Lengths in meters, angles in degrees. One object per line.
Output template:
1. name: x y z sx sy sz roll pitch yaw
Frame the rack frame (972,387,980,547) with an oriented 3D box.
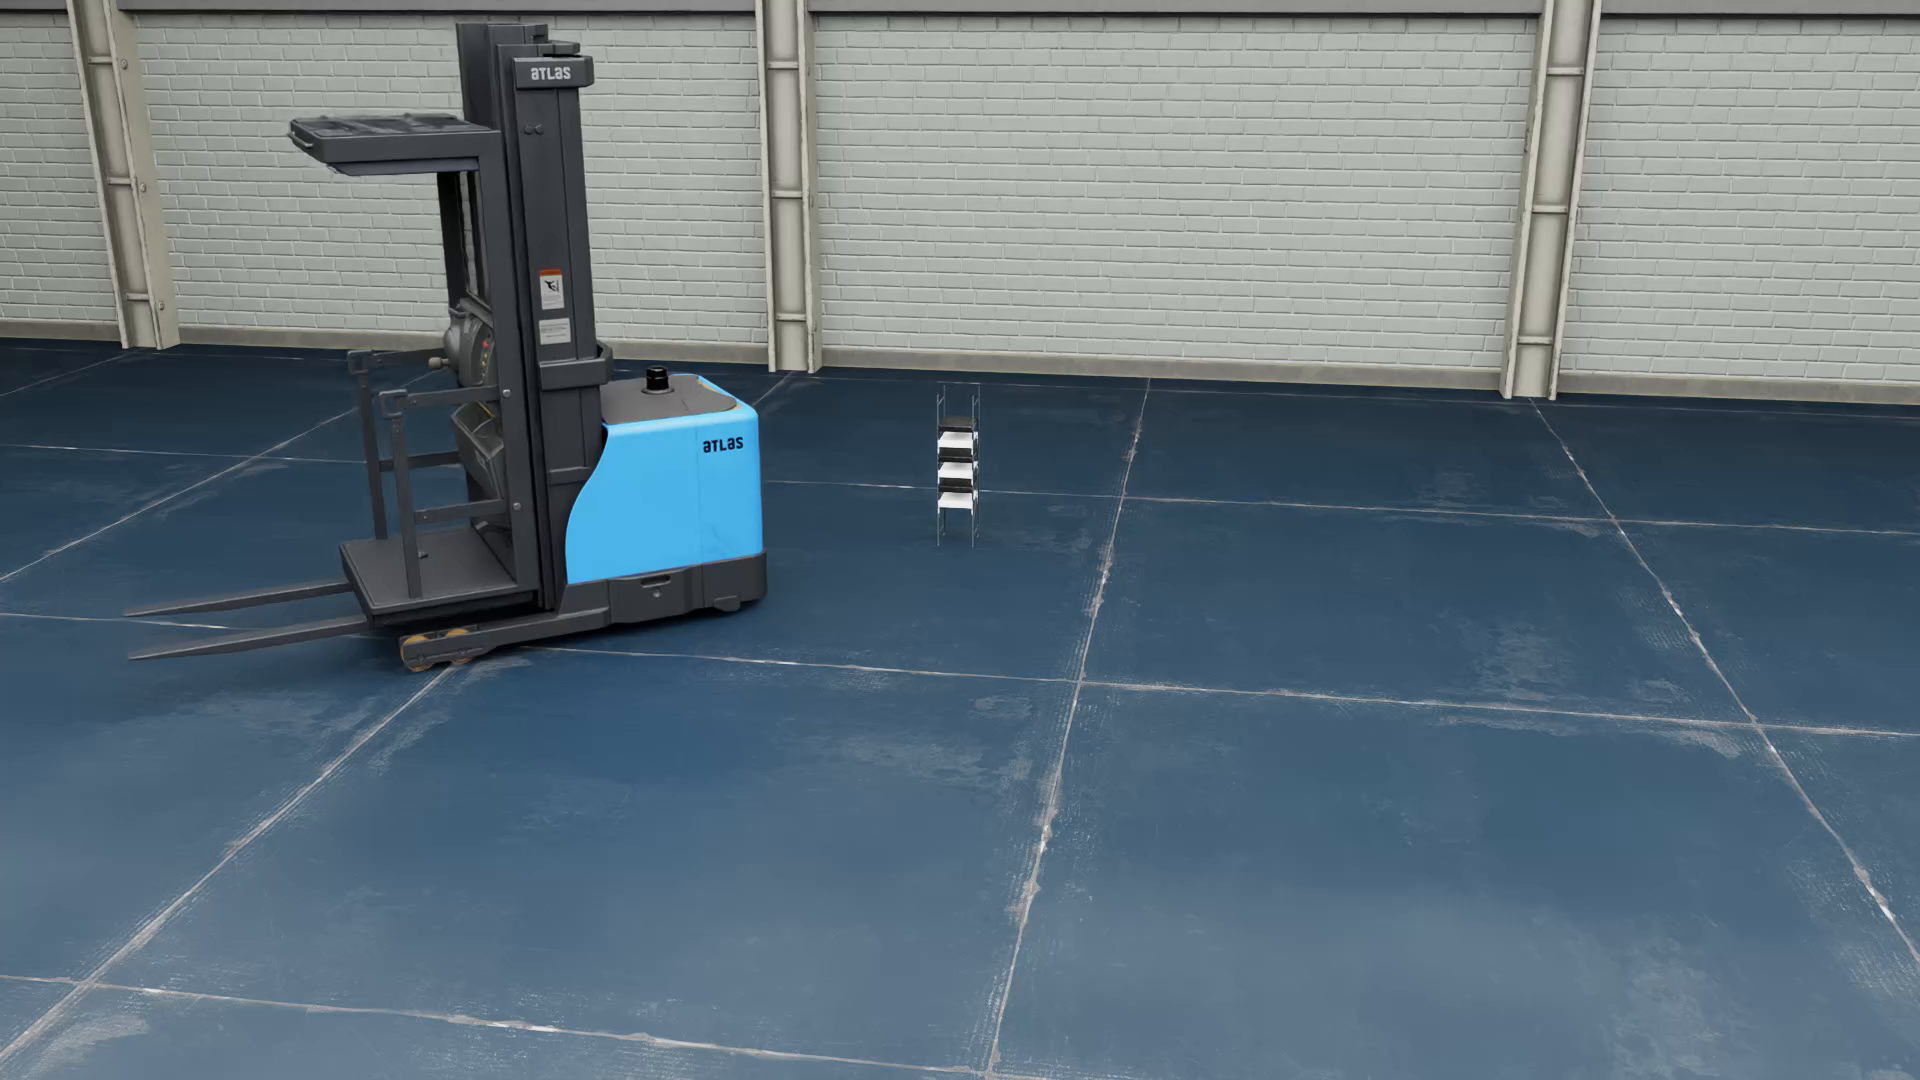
1. rack frame: 0.092 -0.422 9.646 0.006 0.900 0.240 3 19 9

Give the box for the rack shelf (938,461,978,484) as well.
1. rack shelf: -0.008 -0.396 9.672 0.200 0.077 0.258 3 19 9

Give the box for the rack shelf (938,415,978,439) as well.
1. rack shelf: -0.008 -0.652 9.586 0.200 0.077 0.258 3 19 9

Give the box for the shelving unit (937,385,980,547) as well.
1. shelving unit: -0.008 -0.427 9.662 0.210 0.900 0.258 3 19 9

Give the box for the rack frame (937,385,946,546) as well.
1. rack frame: -0.108 -0.432 9.677 0.006 0.900 0.240 3 19 9

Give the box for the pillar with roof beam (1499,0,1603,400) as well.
1. pillar with roof beam: 3.842 -4.080 7.815 0.400 9.000 9.100 3 19 9

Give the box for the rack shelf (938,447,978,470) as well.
1. rack shelf: -0.008 -0.481 9.644 0.200 0.077 0.258 3 19 9

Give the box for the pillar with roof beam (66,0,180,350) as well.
1. pillar with roof beam: -8.006 -4.684 9.620 0.400 9.000 9.100 3 19 9

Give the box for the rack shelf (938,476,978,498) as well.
1. rack shelf: -0.008 -0.310 9.701 0.200 0.077 0.258 3 19 9

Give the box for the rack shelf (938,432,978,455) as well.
1. rack shelf: -0.008 -0.566 9.615 0.200 0.077 0.258 3 19 9

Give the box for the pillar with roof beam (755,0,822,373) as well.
1. pillar with roof beam: -2.082 -4.382 8.717 0.400 9.000 9.100 3 19 9

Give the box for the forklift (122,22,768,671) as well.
1. forklift: -2.562 -0.955 8.038 3.031 2.935 1.130 -9 21 -26

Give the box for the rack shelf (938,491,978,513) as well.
1. rack shelf: -0.008 -0.225 9.729 0.200 0.077 0.258 3 19 9
